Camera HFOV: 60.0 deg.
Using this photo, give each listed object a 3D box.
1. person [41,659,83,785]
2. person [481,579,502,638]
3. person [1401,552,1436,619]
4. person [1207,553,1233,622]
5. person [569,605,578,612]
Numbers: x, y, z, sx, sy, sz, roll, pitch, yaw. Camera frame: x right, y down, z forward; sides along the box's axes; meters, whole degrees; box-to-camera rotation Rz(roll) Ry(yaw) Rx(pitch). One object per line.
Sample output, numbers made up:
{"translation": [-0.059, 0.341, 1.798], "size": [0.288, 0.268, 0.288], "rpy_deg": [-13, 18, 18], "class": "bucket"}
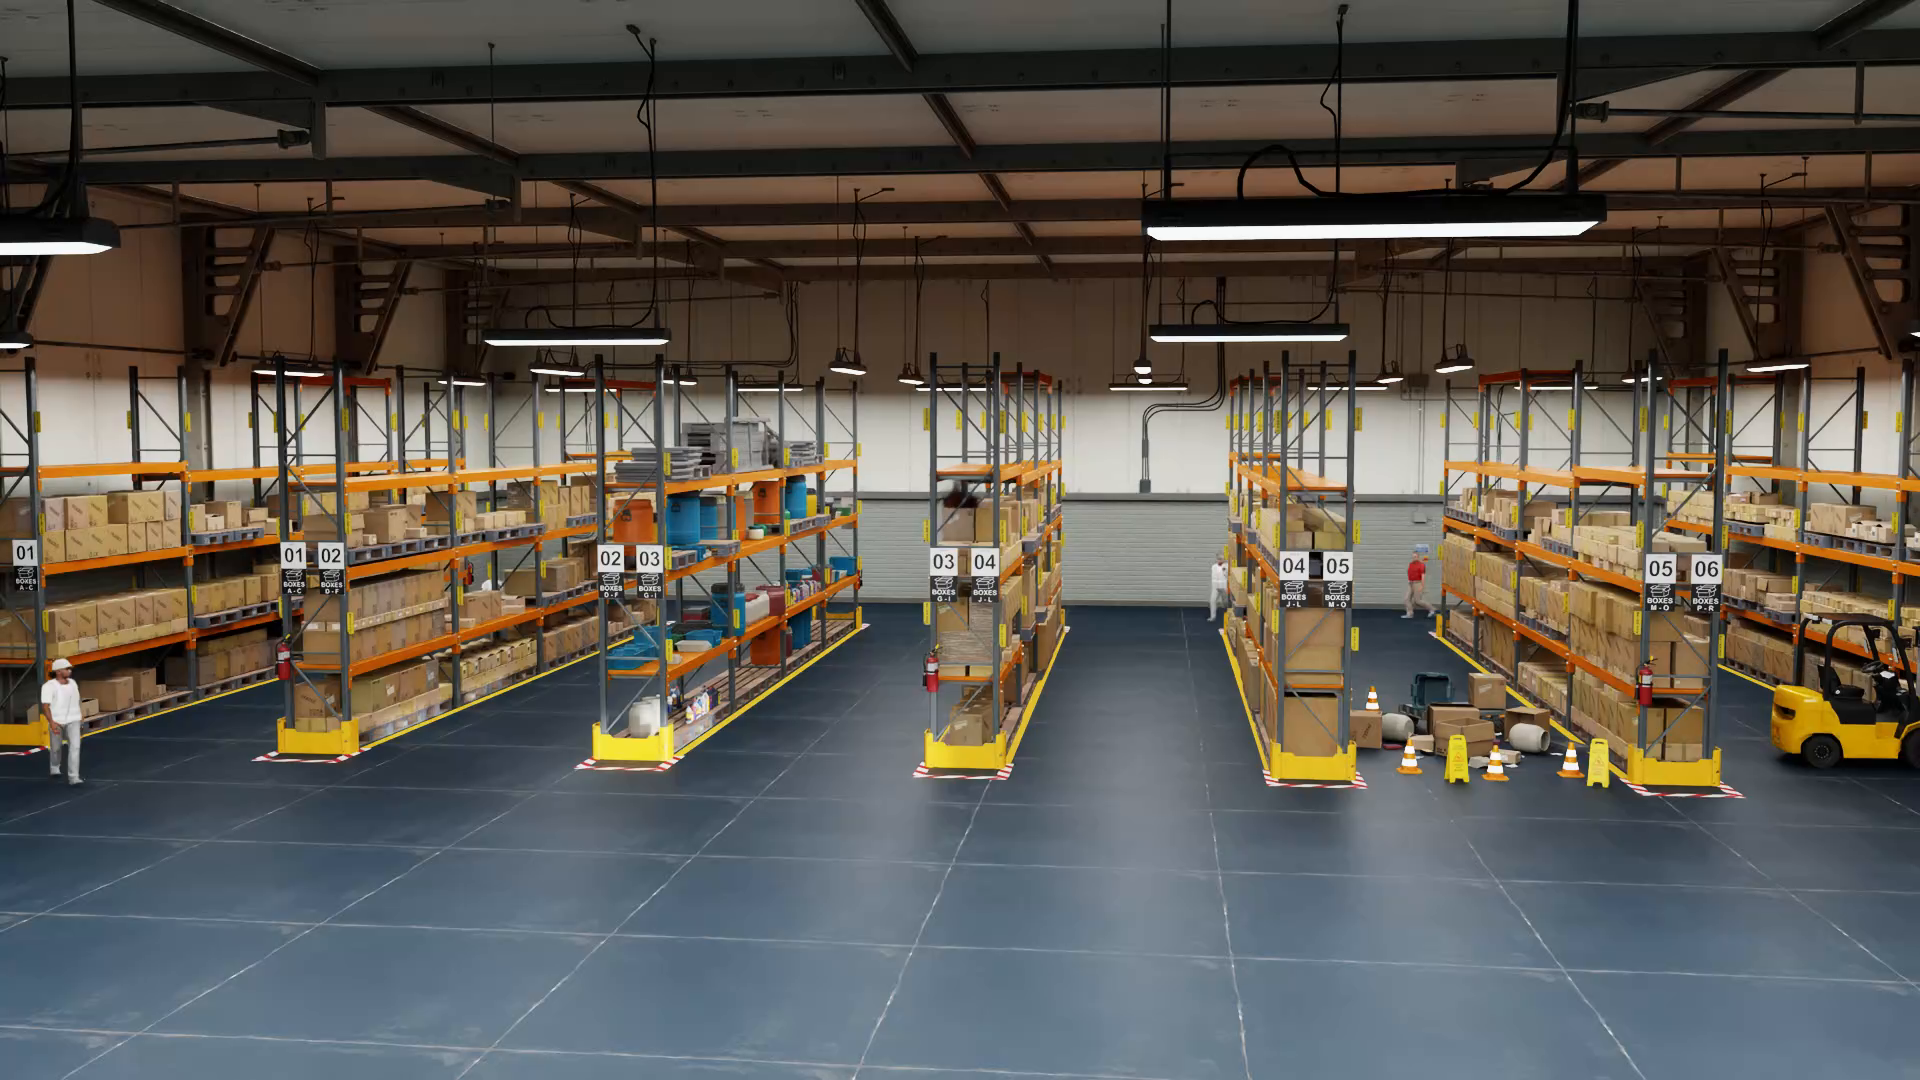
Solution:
{"translation": [-12.460, 2.519, 23.079], "size": [0.507, 1.730, 1.033], "rpy_deg": [-3, 5, -33], "class": "person"}
{"translation": [-10.687, 1.509, 38.010], "size": [0.493, 1.617, 0.901], "rpy_deg": [1, 4, 11], "class": "person"}
{"translation": [11.617, 1.154, 42.244], "size": [0.804, 1.686, 0.562], "rpy_deg": [0, 4, -7], "class": "person"}
{"translation": [6.562, 1.181, 41.864], "size": [0.573, 1.718, 1.022], "rpy_deg": [2, 5, 30], "class": "person"}
{"translation": [-10.076, 1.072, 43.519], "size": [0.436, 1.682, 0.542], "rpy_deg": [1, 4, 17], "class": "person"}
